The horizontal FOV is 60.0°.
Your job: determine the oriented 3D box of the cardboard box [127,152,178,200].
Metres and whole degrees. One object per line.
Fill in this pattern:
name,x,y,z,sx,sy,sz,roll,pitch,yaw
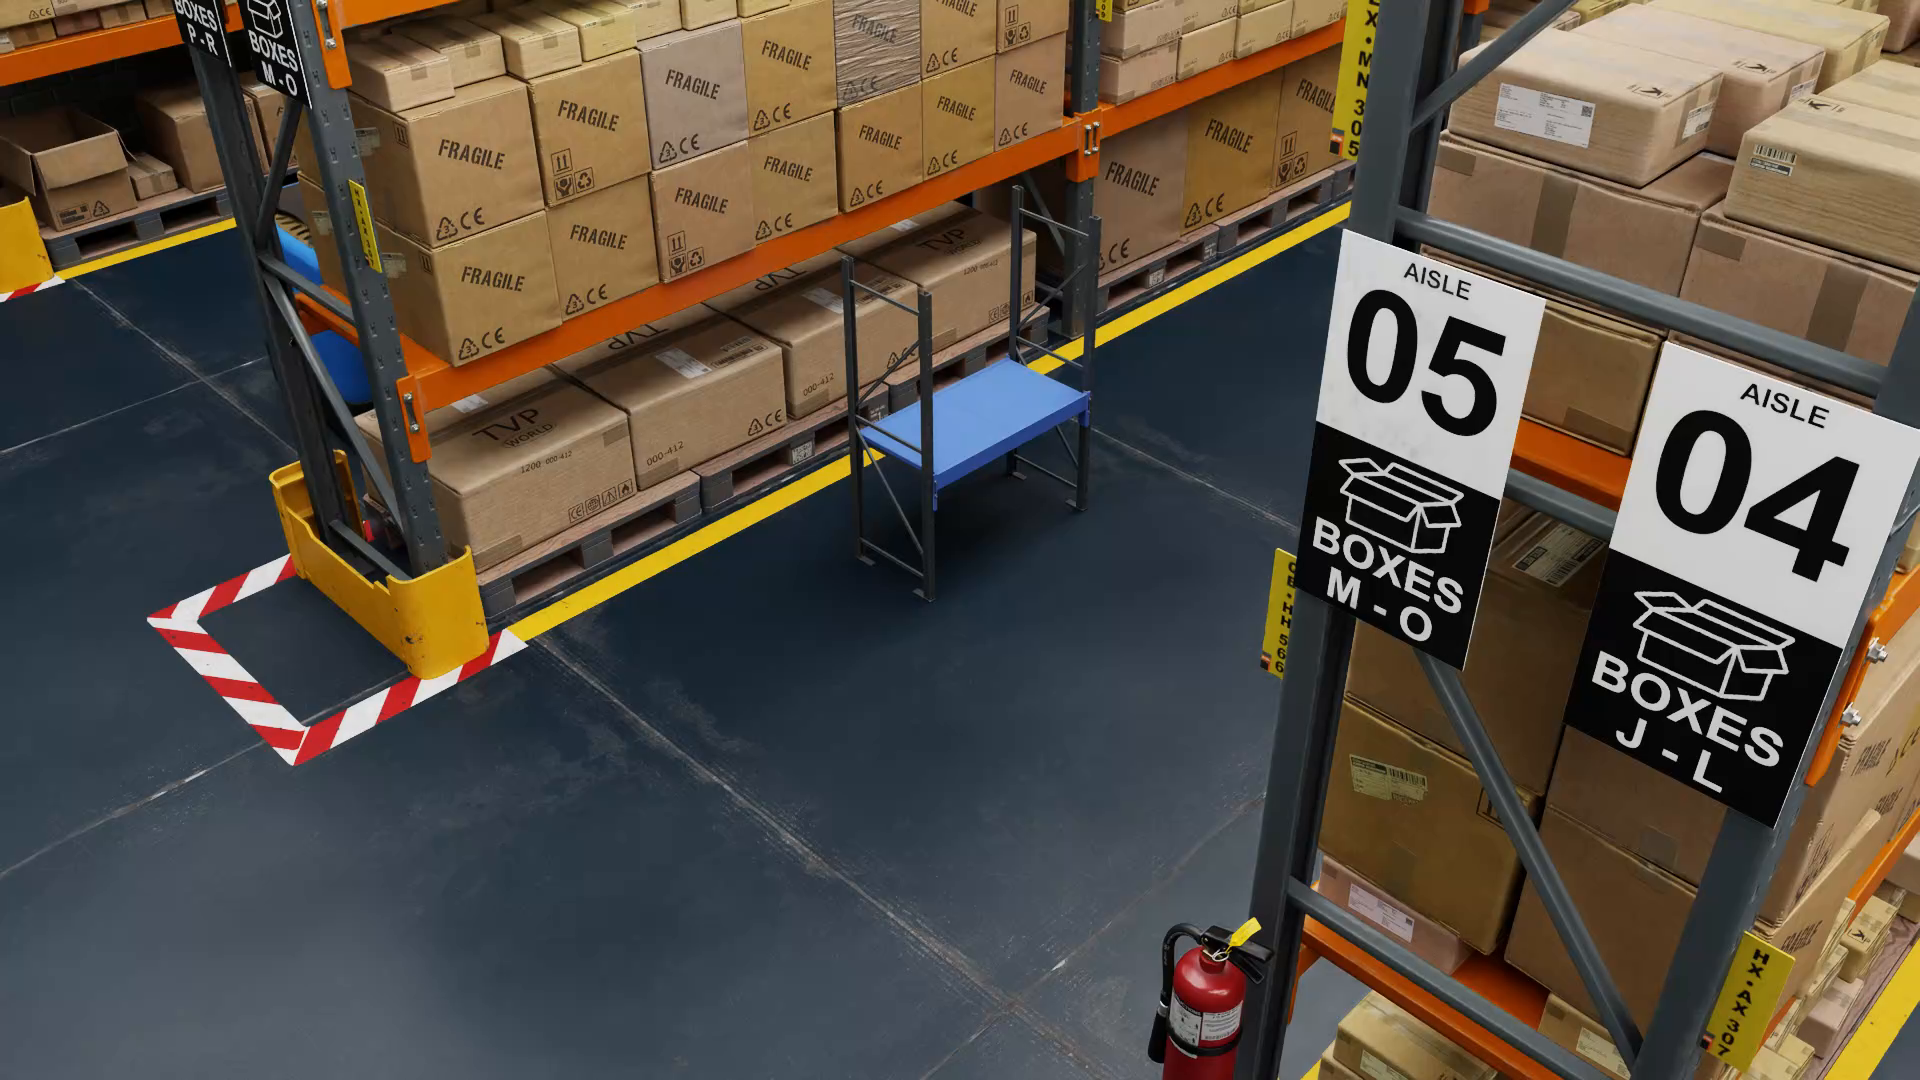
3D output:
cardboard box,-5.197,-2.316,10.574,0.380,0.149,0.250,28,43,34

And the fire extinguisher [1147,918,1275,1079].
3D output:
fire extinguisher,0.582,1.108,3.933,0.296,0.674,0.183,30,45,35

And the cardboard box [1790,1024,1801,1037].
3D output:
cardboard box,2.350,1.476,5.137,0.380,0.149,0.250,30,45,35

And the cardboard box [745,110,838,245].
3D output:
cardboard box,-0.906,-1.693,7.468,0.500,0.500,0.500,-28,44,-34

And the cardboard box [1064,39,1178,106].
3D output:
cardboard box,0.819,-2.582,8.961,0.500,0.250,0.500,28,44,34

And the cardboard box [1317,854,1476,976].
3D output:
cardboard box,1.116,0.863,4.109,0.380,0.149,0.250,30,45,35

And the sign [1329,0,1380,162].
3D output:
sign,0.708,-0.819,2.905,0.100,0.325,0.005,30,45,35

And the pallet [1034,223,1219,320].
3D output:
pallet,0.812,-1.771,10.105,1.003,0.211,1.213,30,45,35

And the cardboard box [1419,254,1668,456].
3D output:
cardboard box,1.220,-0.453,3.287,0.500,0.250,0.500,29,44,34

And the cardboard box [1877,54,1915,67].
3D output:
cardboard box,1.591,-0.865,3.440,0.500,0.250,0.500,28,44,34

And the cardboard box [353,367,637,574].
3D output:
cardboard box,-2.103,-0.377,7.541,0.875,0.438,0.875,28,44,34

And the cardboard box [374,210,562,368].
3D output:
cardboard box,-1.955,-1.068,6.571,0.500,0.500,0.500,29,44,35

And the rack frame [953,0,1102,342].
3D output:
rack frame,0.322,-2.571,8.814,1.000,3.000,0.127,30,45,35

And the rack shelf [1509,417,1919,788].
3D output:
rack shelf,2.496,-0.741,4.196,1.077,0.370,4.000,30,45,35

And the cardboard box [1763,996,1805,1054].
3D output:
cardboard box,2.191,1.339,4.813,0.380,0.149,0.250,27,43,33

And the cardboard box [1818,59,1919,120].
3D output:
cardboard box,1.669,-0.667,2.807,0.250,0.149,0.380,-28,44,-34

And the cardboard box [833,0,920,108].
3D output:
cardboard box,-0.530,-2.306,7.473,0.500,0.500,0.500,-29,44,-35

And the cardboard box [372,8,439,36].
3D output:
cardboard box,-2.224,-2.004,6.472,0.250,0.149,0.380,-29,44,-35

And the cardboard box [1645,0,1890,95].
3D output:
cardboard box,1.537,-0.949,3.212,0.380,0.149,0.250,28,44,34

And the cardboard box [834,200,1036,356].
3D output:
cardboard box,-0.197,-1.481,9.124,0.875,0.438,0.875,29,44,35

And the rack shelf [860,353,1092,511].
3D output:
rack shelf,0.060,-0.502,7.474,0.538,0.185,1.000,30,45,35

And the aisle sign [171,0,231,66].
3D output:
aisle sign,-2.767,-2.109,5.880,0.394,0.787,0.004,30,45,35

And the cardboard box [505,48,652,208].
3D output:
cardboard box,-1.597,-1.691,6.591,0.500,0.500,0.500,28,44,34

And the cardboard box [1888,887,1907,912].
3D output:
cardboard box,2.910,1.175,5.567,0.250,0.149,0.380,-29,44,-35

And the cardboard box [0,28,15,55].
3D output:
cardboard box,-5.595,-2.866,9.457,0.380,0.149,0.250,29,44,35

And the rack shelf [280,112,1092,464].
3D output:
rack shelf,-1.088,-1.464,7.856,1.077,0.370,4.000,30,45,35

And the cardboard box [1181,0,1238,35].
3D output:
cardboard box,1.179,-3.003,9.127,0.500,0.250,0.500,-29,44,-35

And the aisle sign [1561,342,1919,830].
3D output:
aisle sign,1.249,0.091,2.725,0.394,0.787,0.004,30,45,35

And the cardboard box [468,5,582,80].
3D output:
cardboard box,-1.651,-1.891,6.311,0.250,0.149,0.380,-28,44,-34

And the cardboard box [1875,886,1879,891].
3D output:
cardboard box,2.720,1.001,5.297,0.380,0.149,0.250,30,45,35

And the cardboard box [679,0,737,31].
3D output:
cardboard box,-1.126,-2.218,6.779,0.250,0.149,0.380,-29,44,-35

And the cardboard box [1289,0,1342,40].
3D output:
cardboard box,1.914,-3.193,9.838,0.500,0.250,0.500,29,44,35

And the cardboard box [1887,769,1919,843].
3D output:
cardboard box,2.313,0.351,4.276,0.500,0.500,0.500,-29,44,-35

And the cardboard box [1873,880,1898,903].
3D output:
cardboard box,2.936,1.019,5.532,0.380,0.149,0.250,27,43,33

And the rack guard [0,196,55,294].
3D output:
rack guard,-5.968,-1.952,10.112,1.175,0.500,0.348,30,45,35

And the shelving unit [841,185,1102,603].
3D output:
shelving unit,0.060,-0.650,7.371,0.538,1.500,1.048,30,45,35

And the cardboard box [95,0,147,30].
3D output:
cardboard box,-5.067,-3.187,9.917,0.250,0.149,0.380,-28,44,-34

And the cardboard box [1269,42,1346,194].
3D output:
cardboard box,1.963,-2.888,10.760,0.875,0.875,0.875,-29,44,-35

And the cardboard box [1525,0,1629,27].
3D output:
cardboard box,4.598,-4.123,12.970,0.625,0.372,0.950,-28,44,-34

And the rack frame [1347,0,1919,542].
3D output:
rack frame,1.087,-1.454,1.968,1.000,3.000,0.127,30,45,35

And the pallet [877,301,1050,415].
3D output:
pallet,-0.270,-1.150,9.215,1.003,0.211,1.213,30,45,35

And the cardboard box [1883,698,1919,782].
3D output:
cardboard box,1.943,0.151,3.690,0.500,0.500,0.500,-29,44,-34

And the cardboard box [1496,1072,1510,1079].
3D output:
cardboard box,1.498,1.364,4.777,0.250,0.149,0.380,-29,44,-35

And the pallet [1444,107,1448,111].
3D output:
pallet,3.691,-3.368,12.394,1.003,0.211,1.213,30,45,35

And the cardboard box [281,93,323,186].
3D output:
cardboard box,-2.326,-1.690,6.590,0.500,0.500,0.500,-28,44,-34

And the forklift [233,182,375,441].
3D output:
forklift,-2.237,-2.400,8.629,3.031,2.935,1.130,-28,44,-34

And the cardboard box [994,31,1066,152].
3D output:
cardboard box,0.176,-2.321,8.368,0.500,0.500,0.500,-29,44,-35
